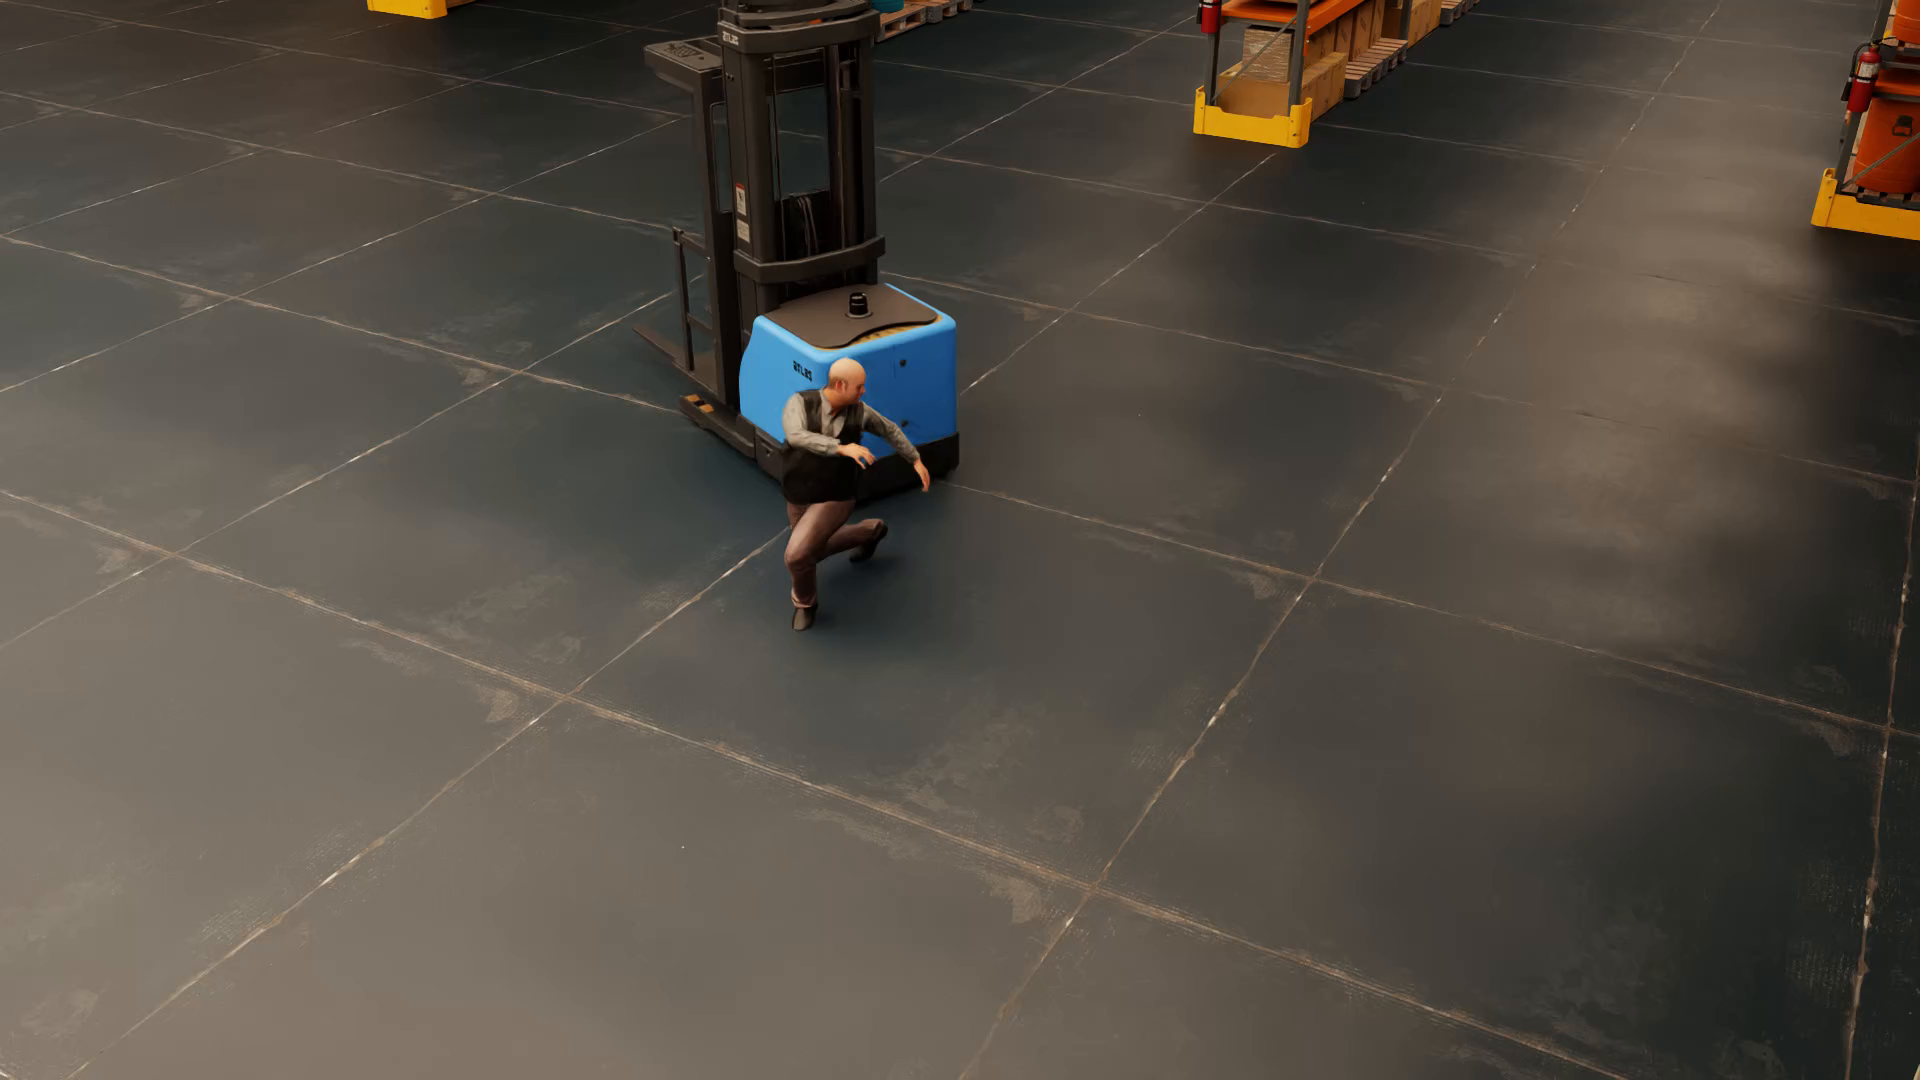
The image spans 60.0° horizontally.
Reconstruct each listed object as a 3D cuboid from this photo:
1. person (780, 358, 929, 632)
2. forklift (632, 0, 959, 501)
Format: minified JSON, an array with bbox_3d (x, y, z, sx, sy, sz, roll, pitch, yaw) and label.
[{"bbox_3d":[-0.622,-0.293,9.113,0.730,1.490,0.956,10,31,16],"label":"person"},{"bbox_3d":[-1.274,-2.151,10.797,1.130,2.935,3.031,-20,35,-30],"label":"forklift"}]
